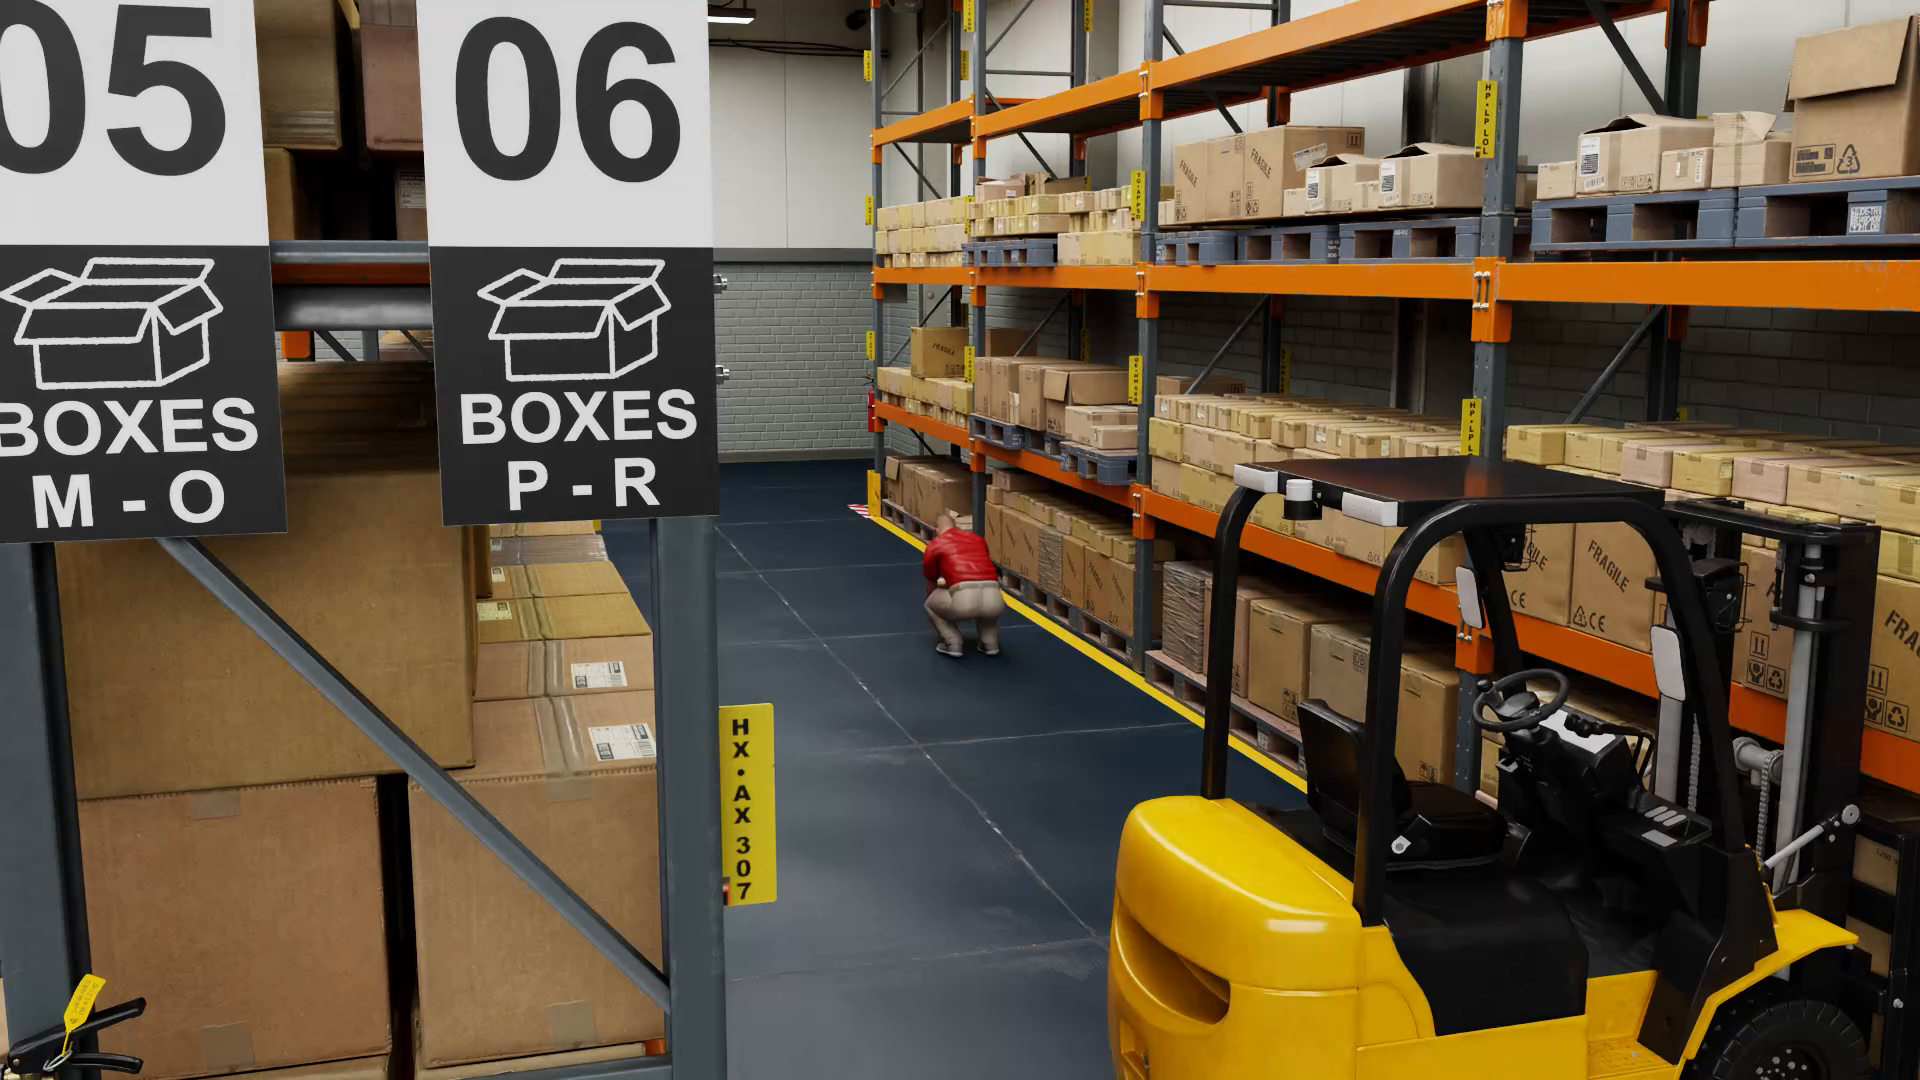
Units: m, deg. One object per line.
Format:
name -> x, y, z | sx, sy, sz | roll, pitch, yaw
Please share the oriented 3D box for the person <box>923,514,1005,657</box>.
person -> 0.013, 0.329, 12.270 | 0.544, 0.987, 0.883 | -3, 10, -17
